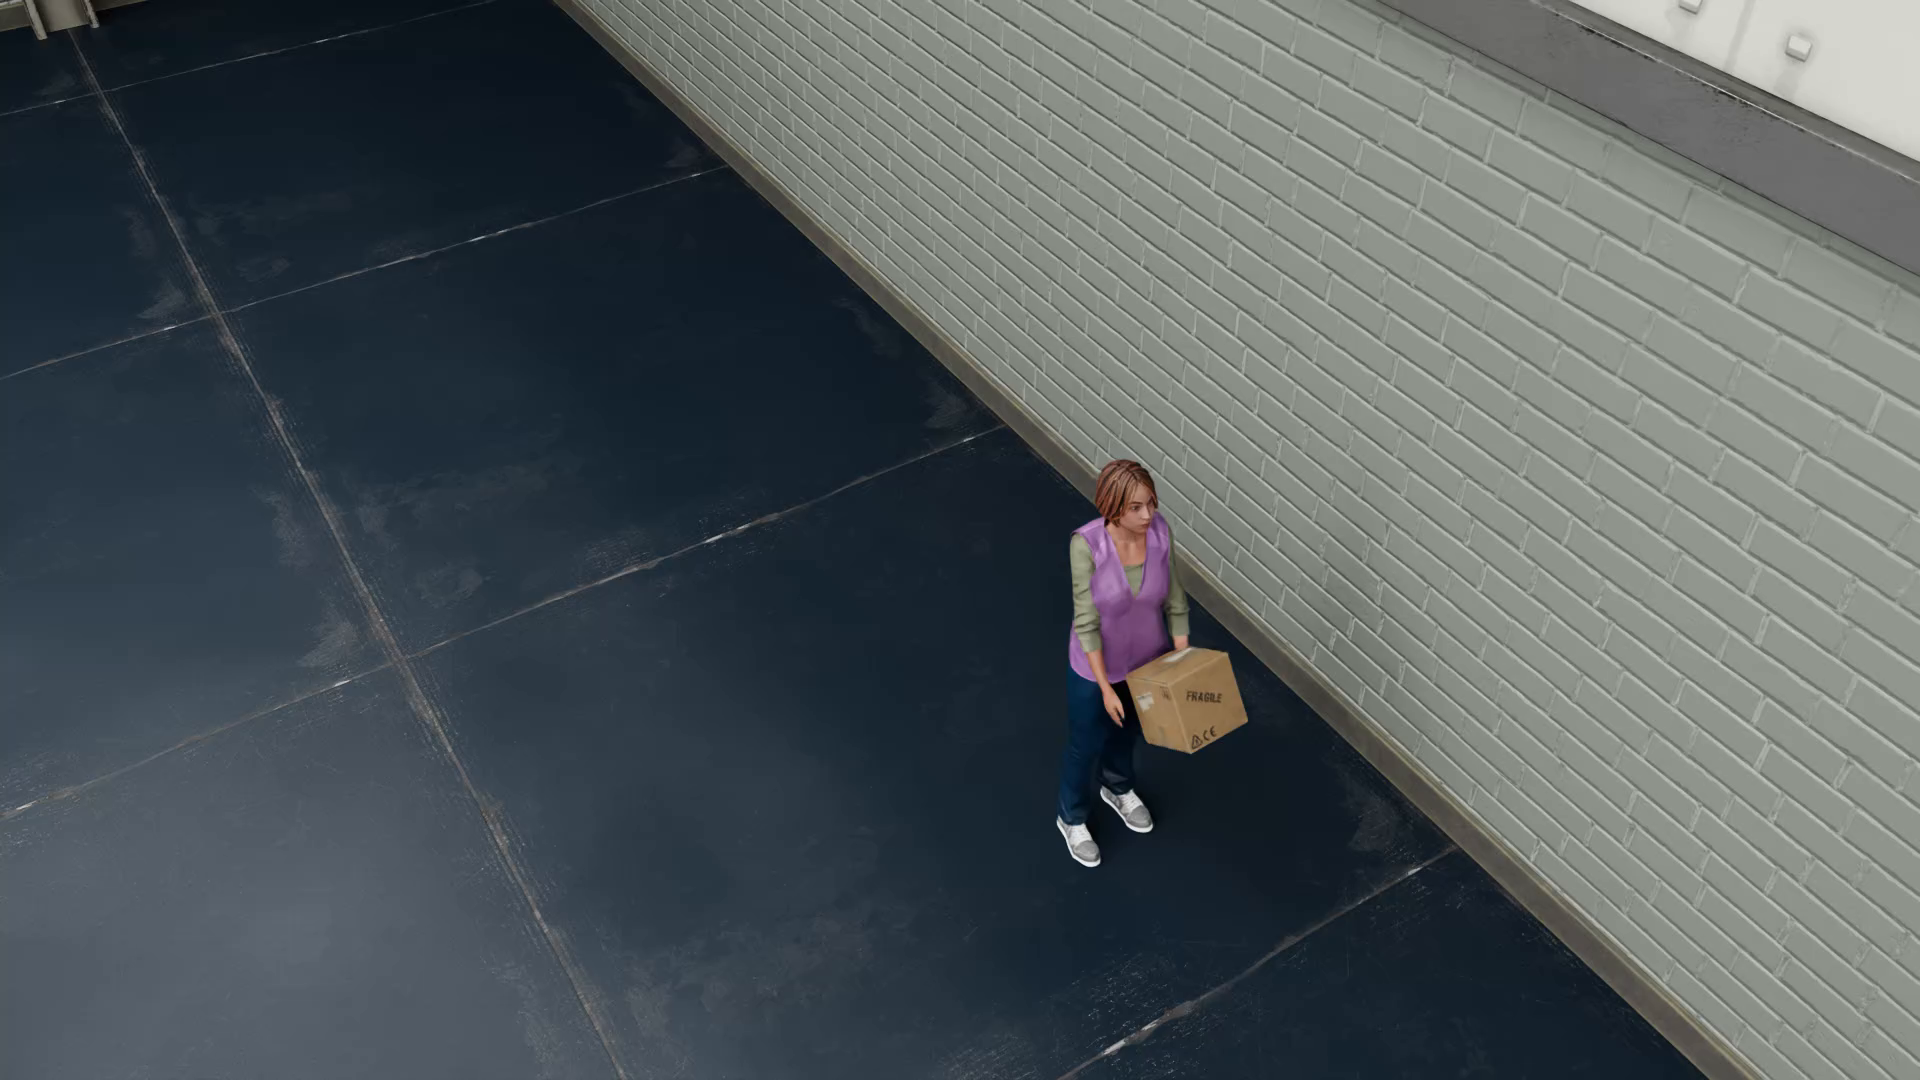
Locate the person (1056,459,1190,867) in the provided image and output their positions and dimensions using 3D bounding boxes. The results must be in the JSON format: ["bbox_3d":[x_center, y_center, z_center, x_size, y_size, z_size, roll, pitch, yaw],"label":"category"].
[{"bbox_3d":[0.567,0.478,5.687,0.425,1.511,0.461,-15,44,-16],"label":"person"}]
